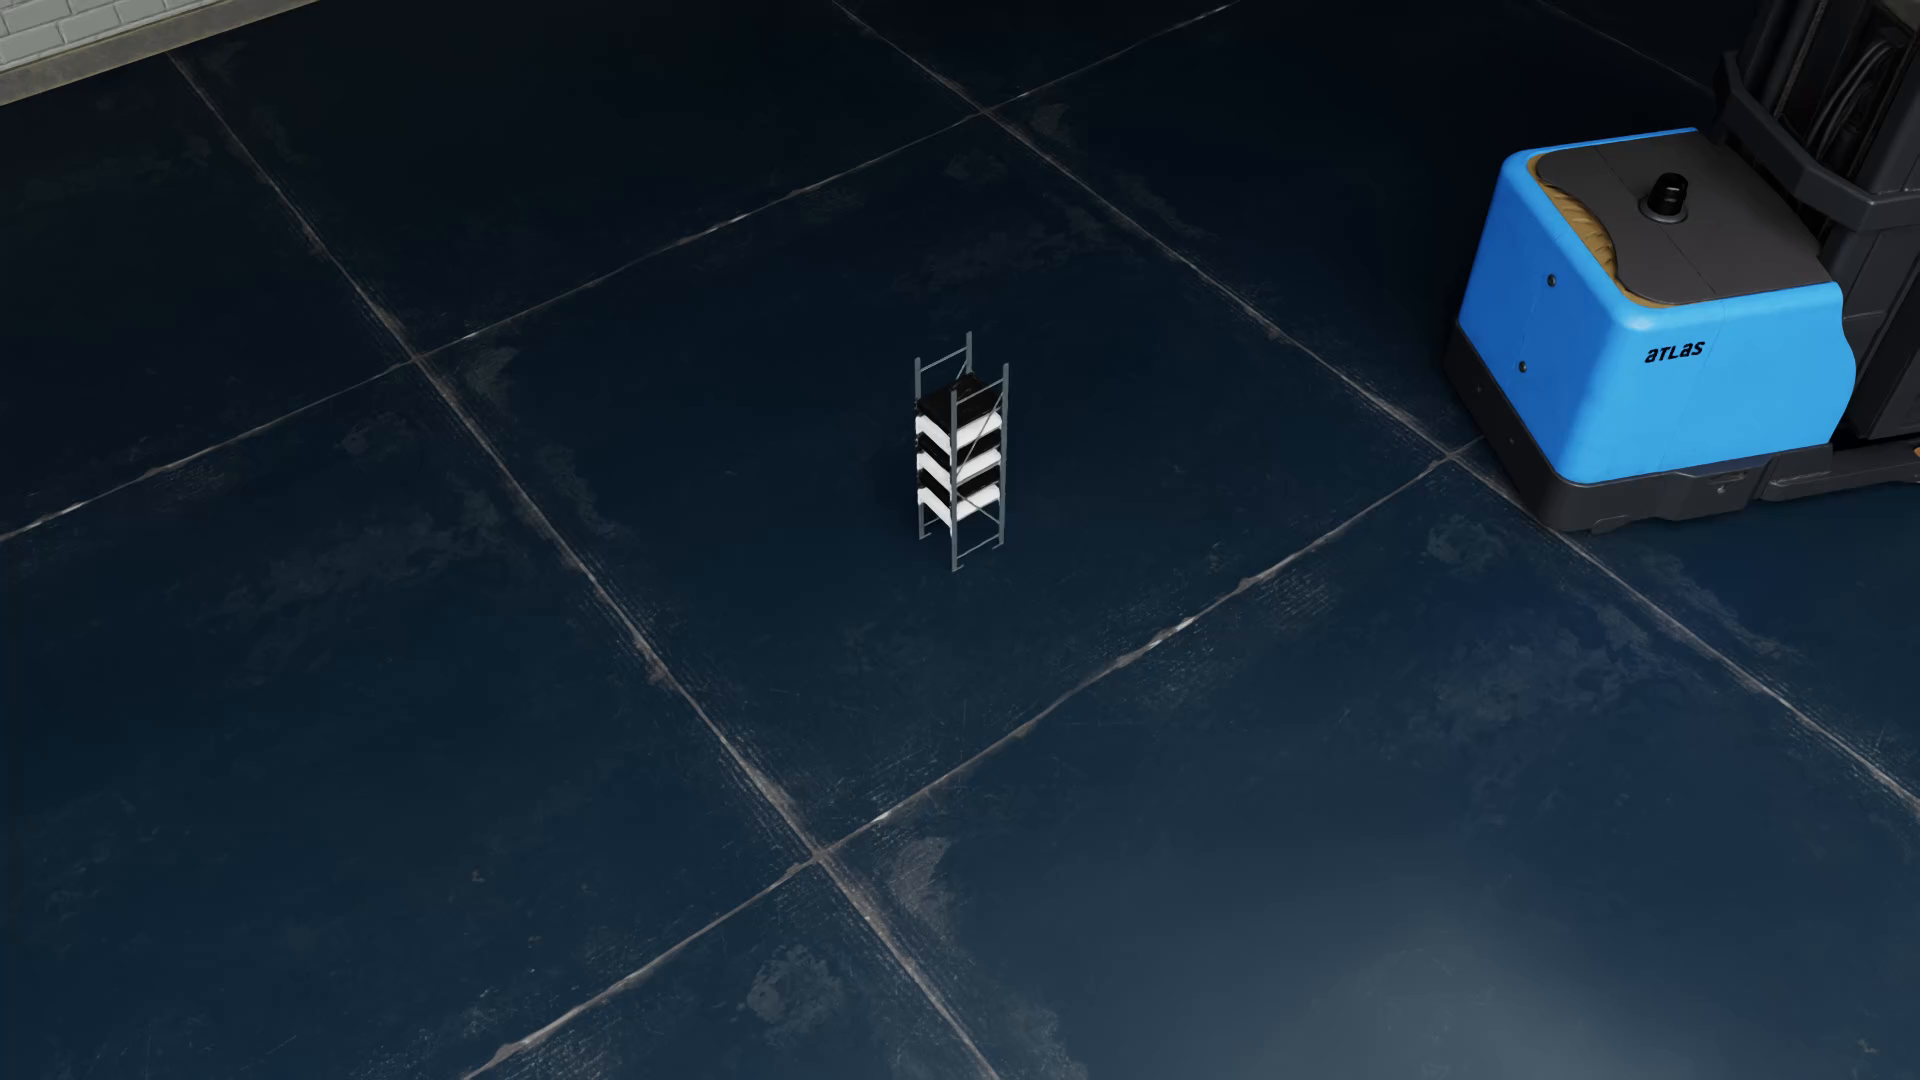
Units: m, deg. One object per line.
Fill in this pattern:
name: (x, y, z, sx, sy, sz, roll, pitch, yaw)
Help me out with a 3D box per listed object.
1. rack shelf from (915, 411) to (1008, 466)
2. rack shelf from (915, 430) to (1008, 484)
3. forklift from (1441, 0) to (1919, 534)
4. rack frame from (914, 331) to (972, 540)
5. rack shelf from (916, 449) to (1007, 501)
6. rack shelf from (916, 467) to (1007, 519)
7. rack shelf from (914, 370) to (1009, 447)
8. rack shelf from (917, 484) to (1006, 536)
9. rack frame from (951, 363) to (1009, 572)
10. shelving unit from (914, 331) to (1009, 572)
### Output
rack shelf: (0.005, -0.396, 5.804, 0.258, 0.077, 0.200, -29, 54, -24)
rack shelf: (0.005, -0.336, 5.870, 0.258, 0.077, 0.200, -29, 54, -24)
forklift: (3.541, -1.577, 5.702, 3.031, 2.935, 1.130, -10, 49, -9)
rack frame: (-0.057, -0.357, 5.967, 0.240, 0.900, 0.006, -29, 54, -24)
rack shelf: (0.005, -0.275, 5.937, 0.258, 0.077, 0.200, -29, 54, -24)
rack shelf: (0.005, -0.215, 6.004, 0.258, 0.077, 0.200, -29, 54, -24)
rack shelf: (0.005, -0.456, 5.737, 0.258, 0.077, 0.200, -29, 54, -24)
rack shelf: (0.005, -0.154, 6.070, 0.258, 0.077, 0.200, -29, 54, -24)
rack frame: (0.066, -0.237, 5.858, 0.240, 0.900, 0.006, -29, 54, -24)
shelving unit: (0.005, -0.297, 5.912, 0.258, 0.900, 0.210, -29, 54, -24)
